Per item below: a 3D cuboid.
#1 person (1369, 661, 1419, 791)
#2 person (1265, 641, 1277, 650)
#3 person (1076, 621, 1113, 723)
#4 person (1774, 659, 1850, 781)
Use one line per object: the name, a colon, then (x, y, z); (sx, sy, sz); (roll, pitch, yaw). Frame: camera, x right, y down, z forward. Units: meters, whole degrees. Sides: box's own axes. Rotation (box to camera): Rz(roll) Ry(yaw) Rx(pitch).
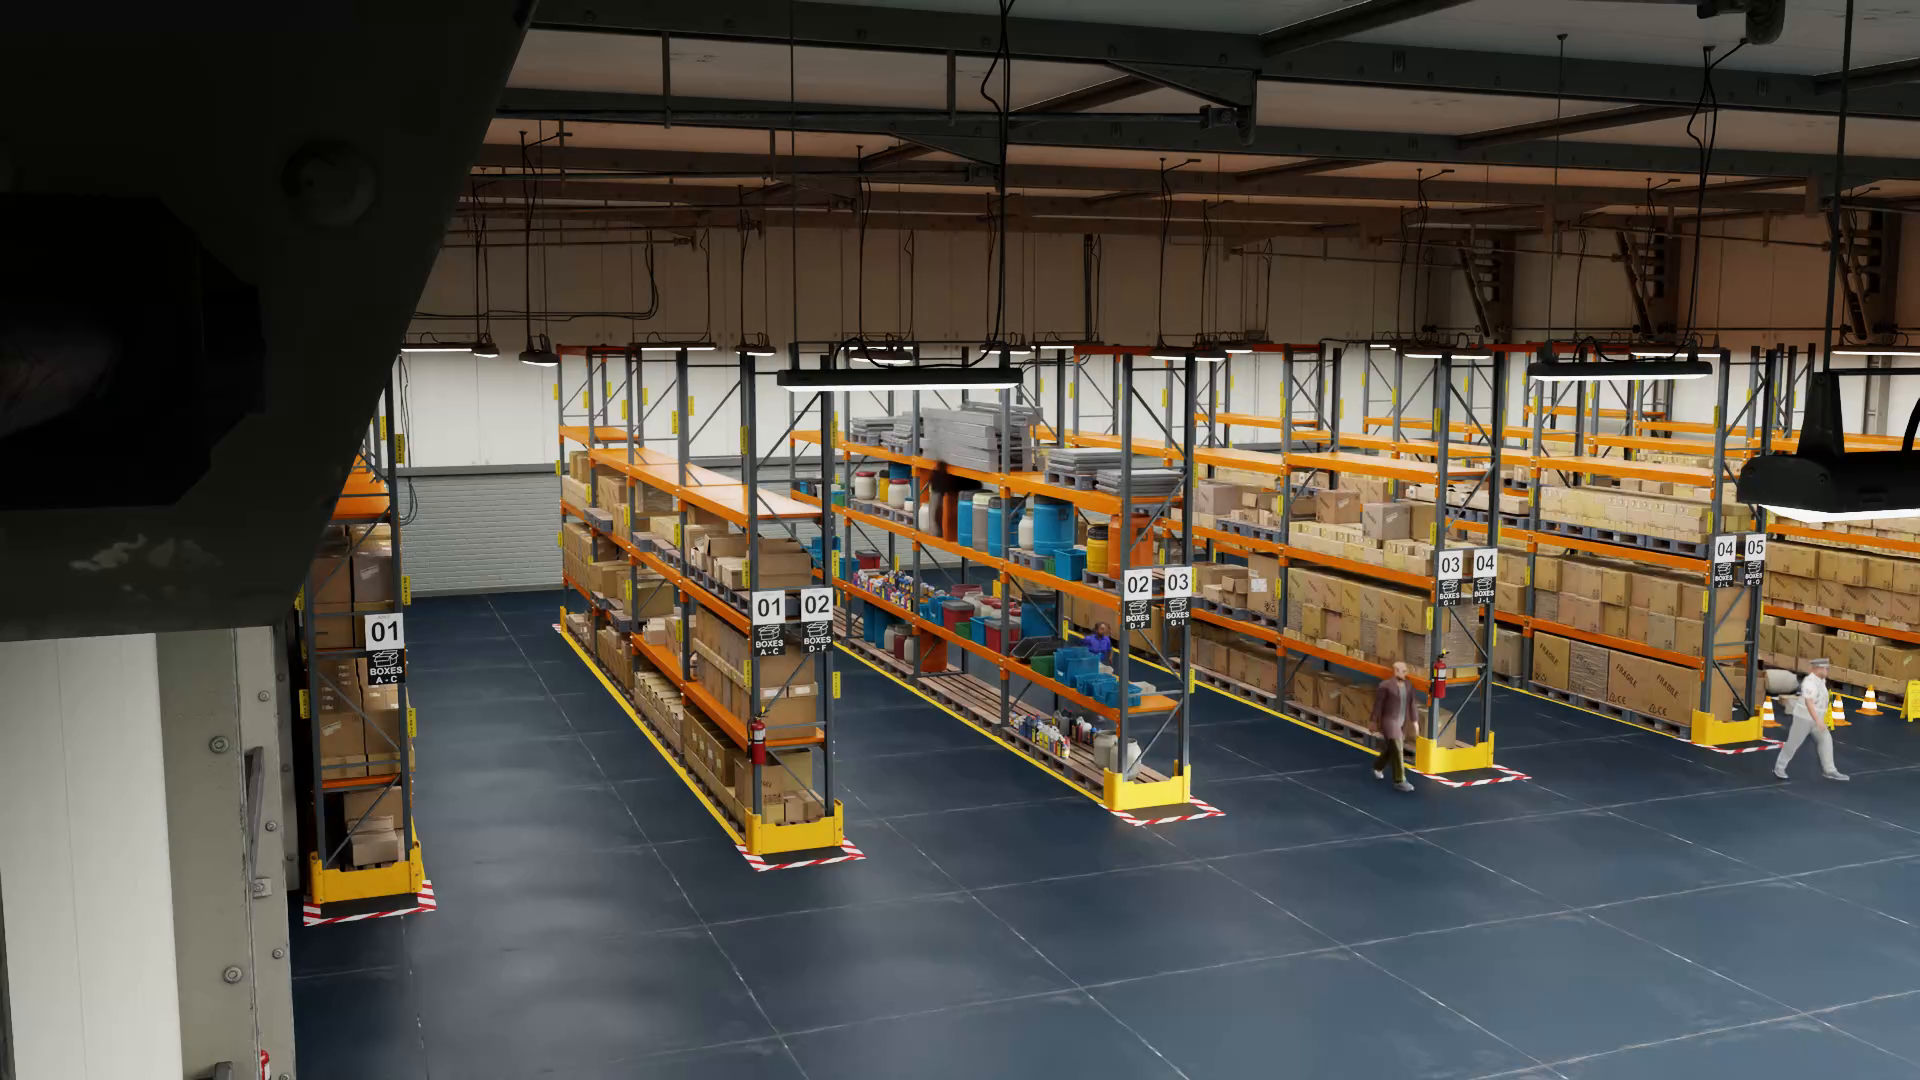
person: (6.039, 2.628, 23.054); (0.588, 1.546, 0.950); (-4, 8, -31)
person: (5.986, 1.623, 31.548); (0.604, 1.464, 0.810); (-2, 8, -18)
person: (2.158, 2.087, 27.043); (0.576, 1.612, 0.933); (-4, 8, -31)
person: (11.989, 2.507, 23.326); (0.680, 1.705, 0.913); (-7, 10, -44)
